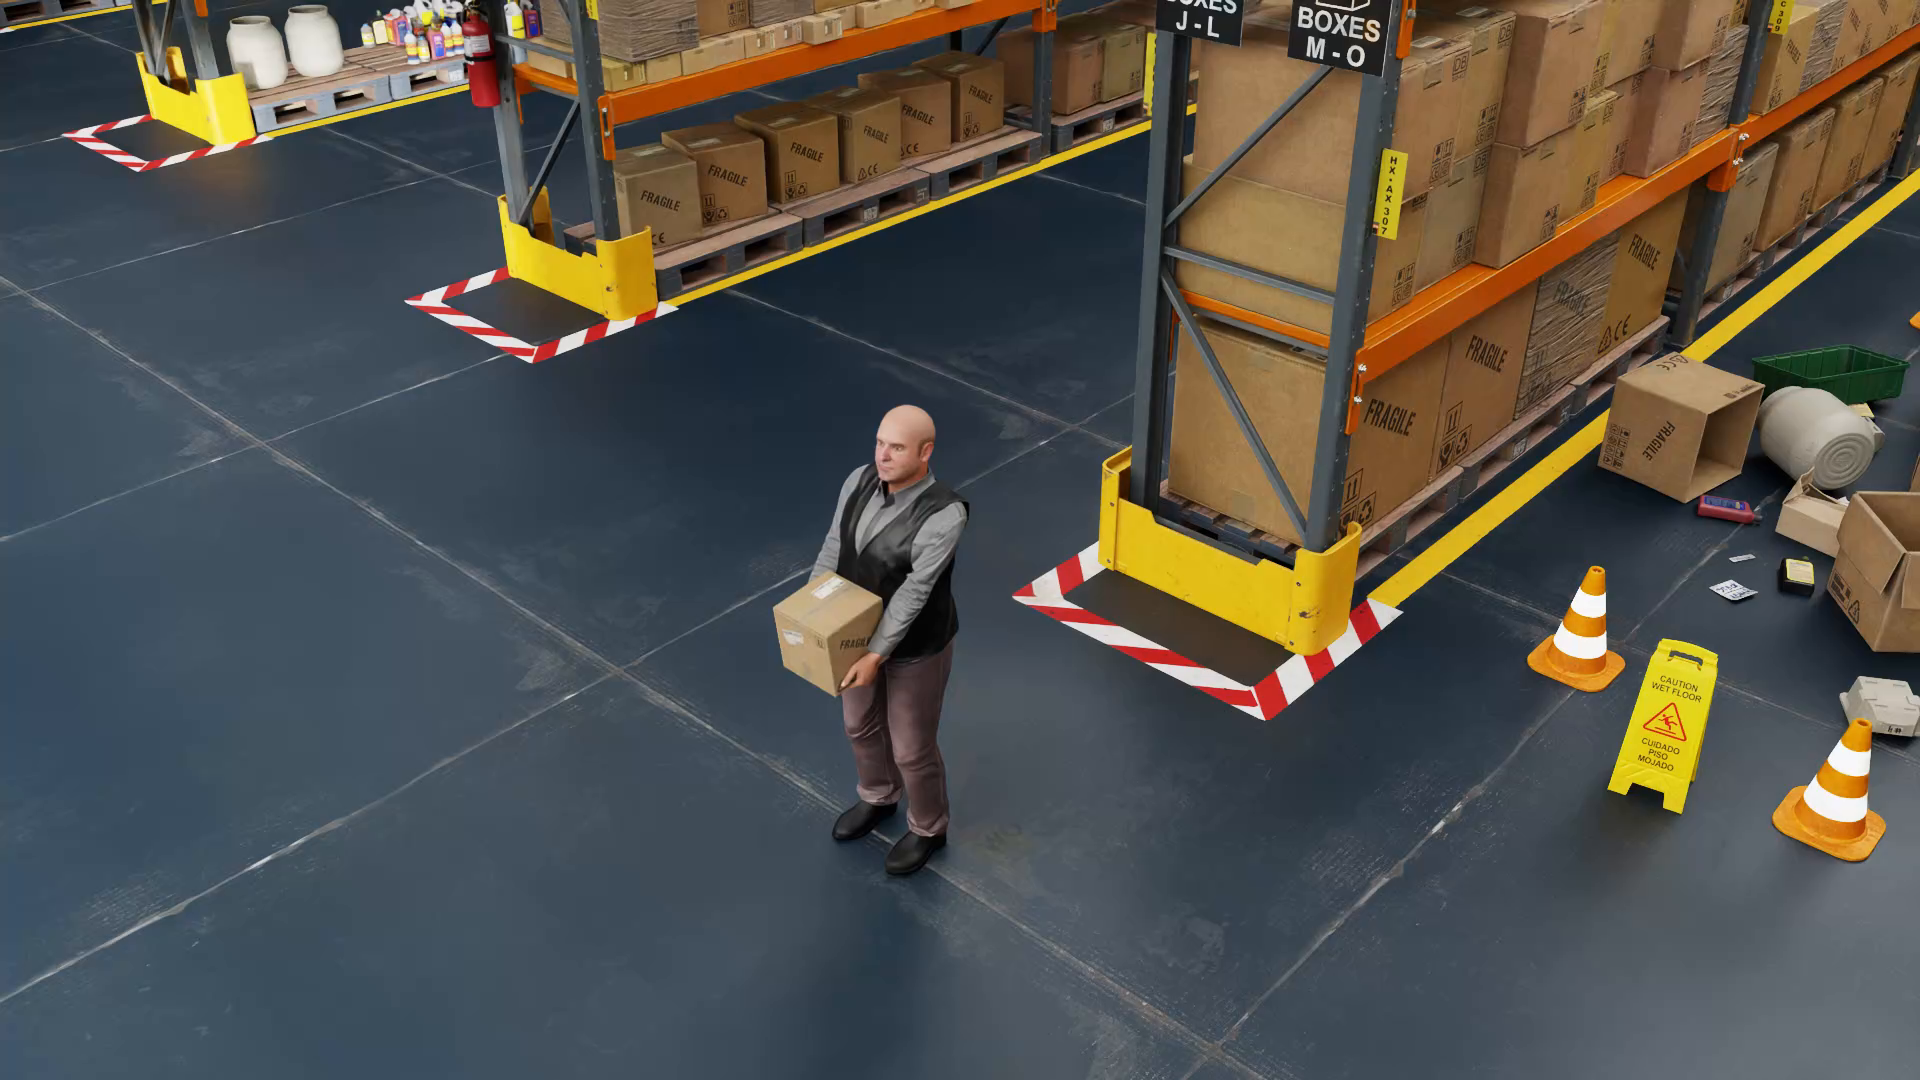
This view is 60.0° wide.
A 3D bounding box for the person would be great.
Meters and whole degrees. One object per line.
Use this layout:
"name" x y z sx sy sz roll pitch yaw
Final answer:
"person" -0.271 0.374 5.546 0.494 1.714 0.546 26 40 36
